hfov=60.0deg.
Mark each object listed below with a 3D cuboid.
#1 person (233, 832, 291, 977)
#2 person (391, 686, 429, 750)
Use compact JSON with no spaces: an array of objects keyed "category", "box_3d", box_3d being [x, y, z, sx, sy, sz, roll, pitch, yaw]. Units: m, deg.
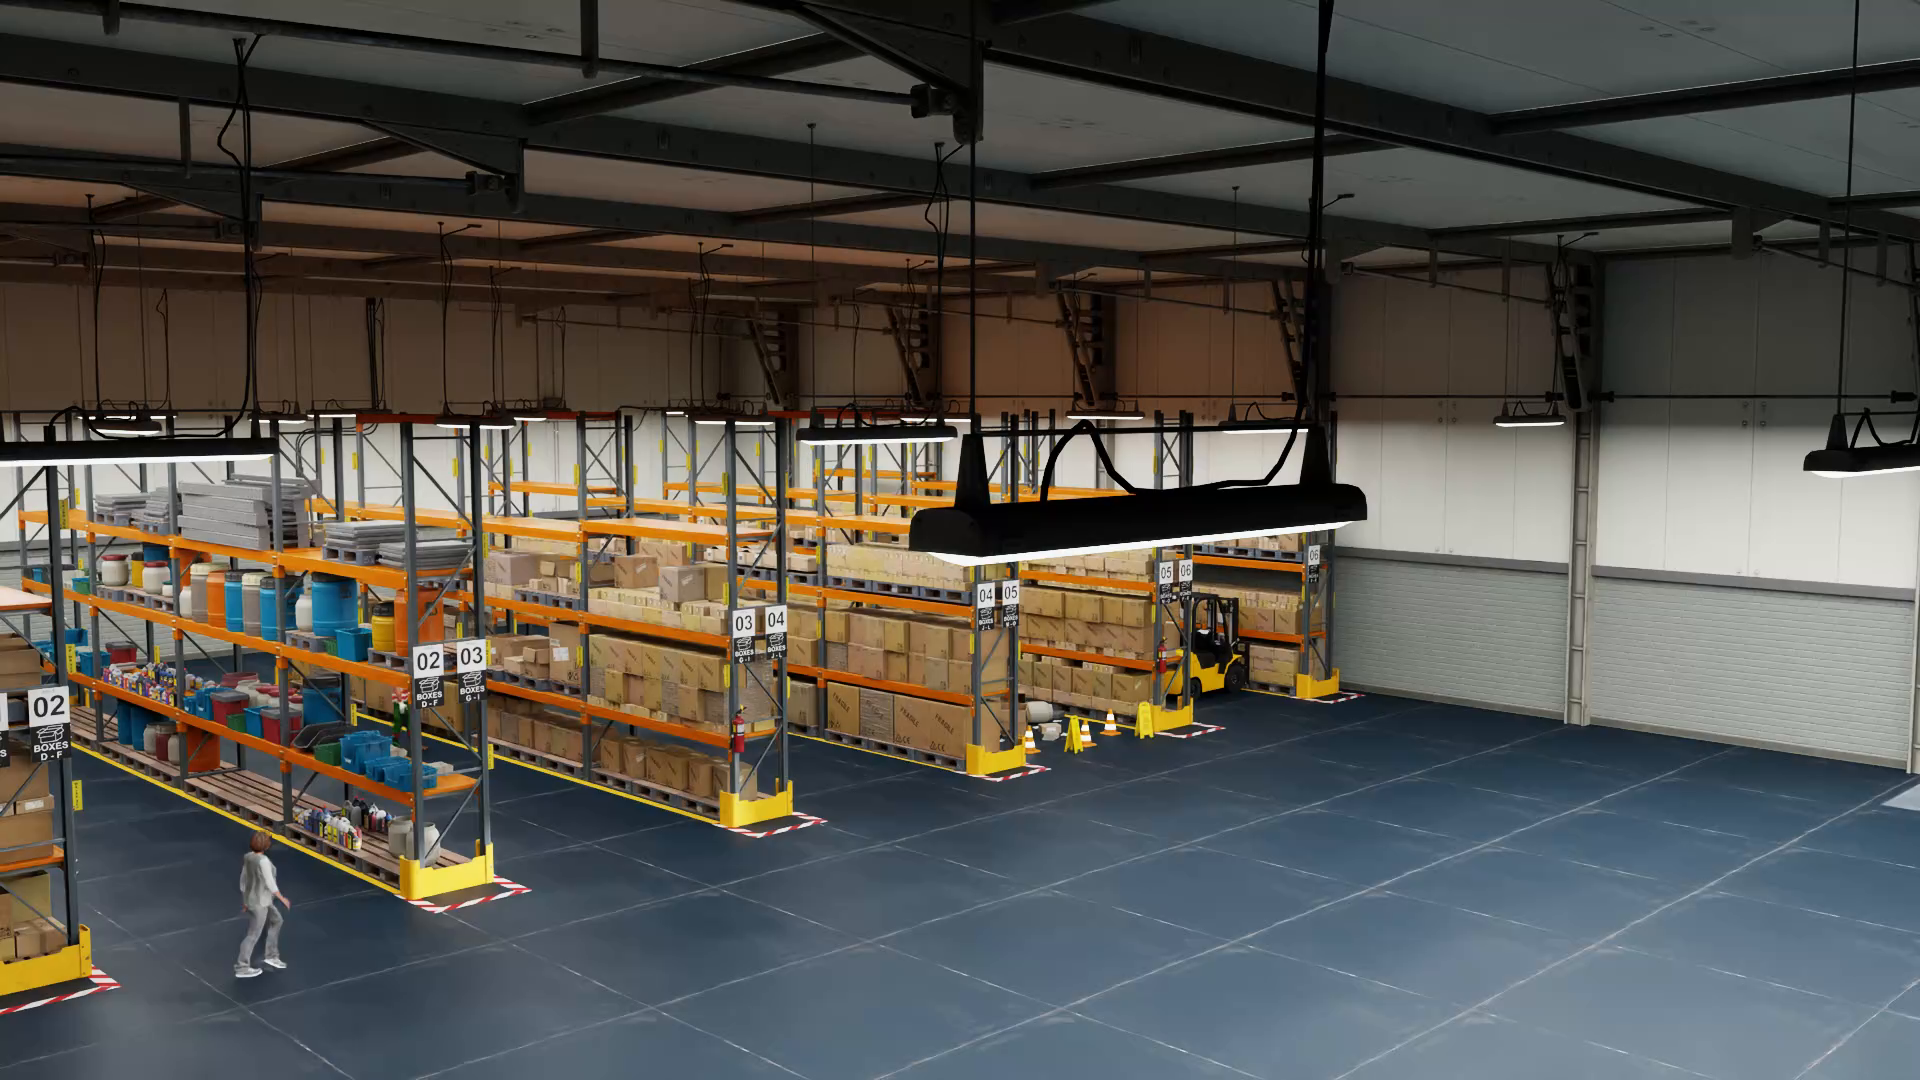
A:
[{"category":"person","box_3d":[-7.606,3.962,18.066,0.582,1.610,0.418,-4,6,-36]},{"category":"person","box_3d":[-9.815,2.879,29.544,0.601,1.790,0.578,1,5,9]}]
